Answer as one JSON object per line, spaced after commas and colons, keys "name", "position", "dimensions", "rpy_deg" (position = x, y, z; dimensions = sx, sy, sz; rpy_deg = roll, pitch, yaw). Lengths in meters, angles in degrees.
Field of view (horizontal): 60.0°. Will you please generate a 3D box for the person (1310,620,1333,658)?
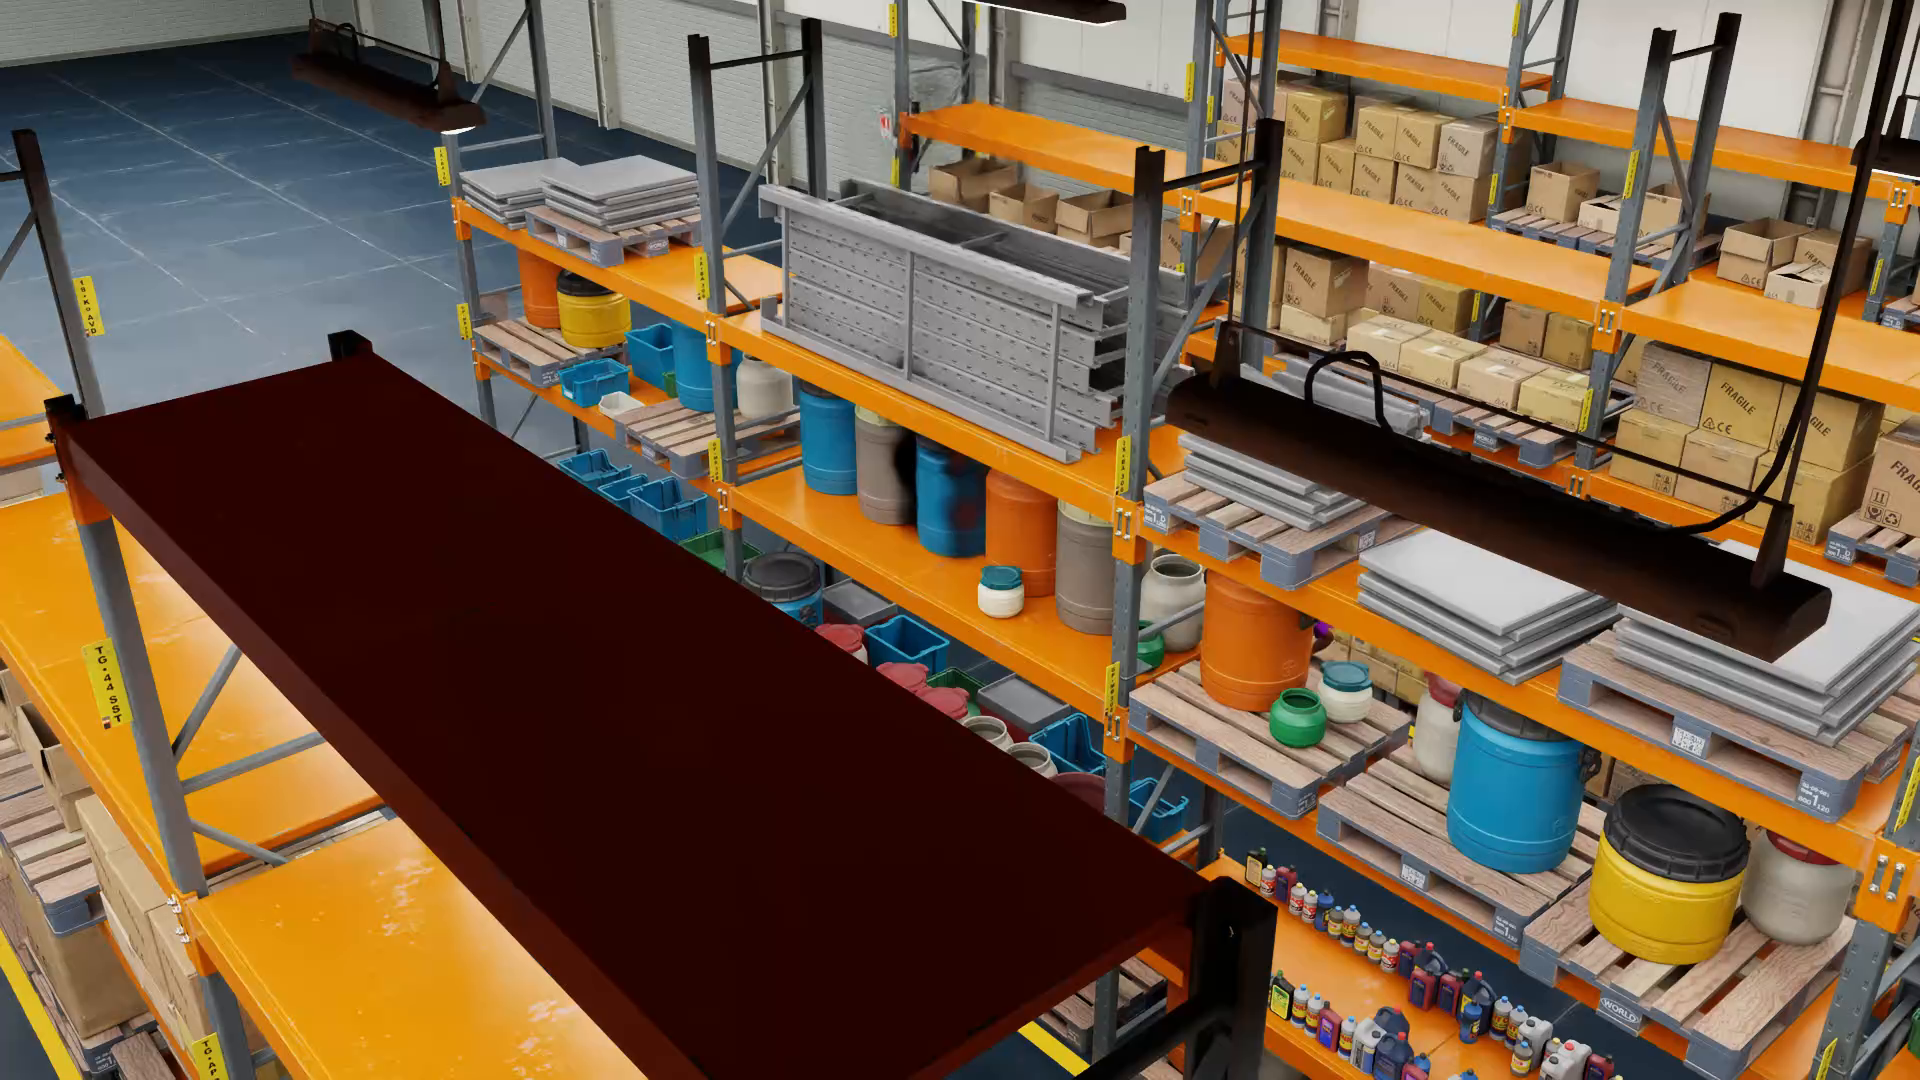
{"name": "person", "position": [2.403, 1.076, 12.808], "dimensions": [0.880, 1.788, 0.693], "rpy_deg": [21, 34, 36]}
